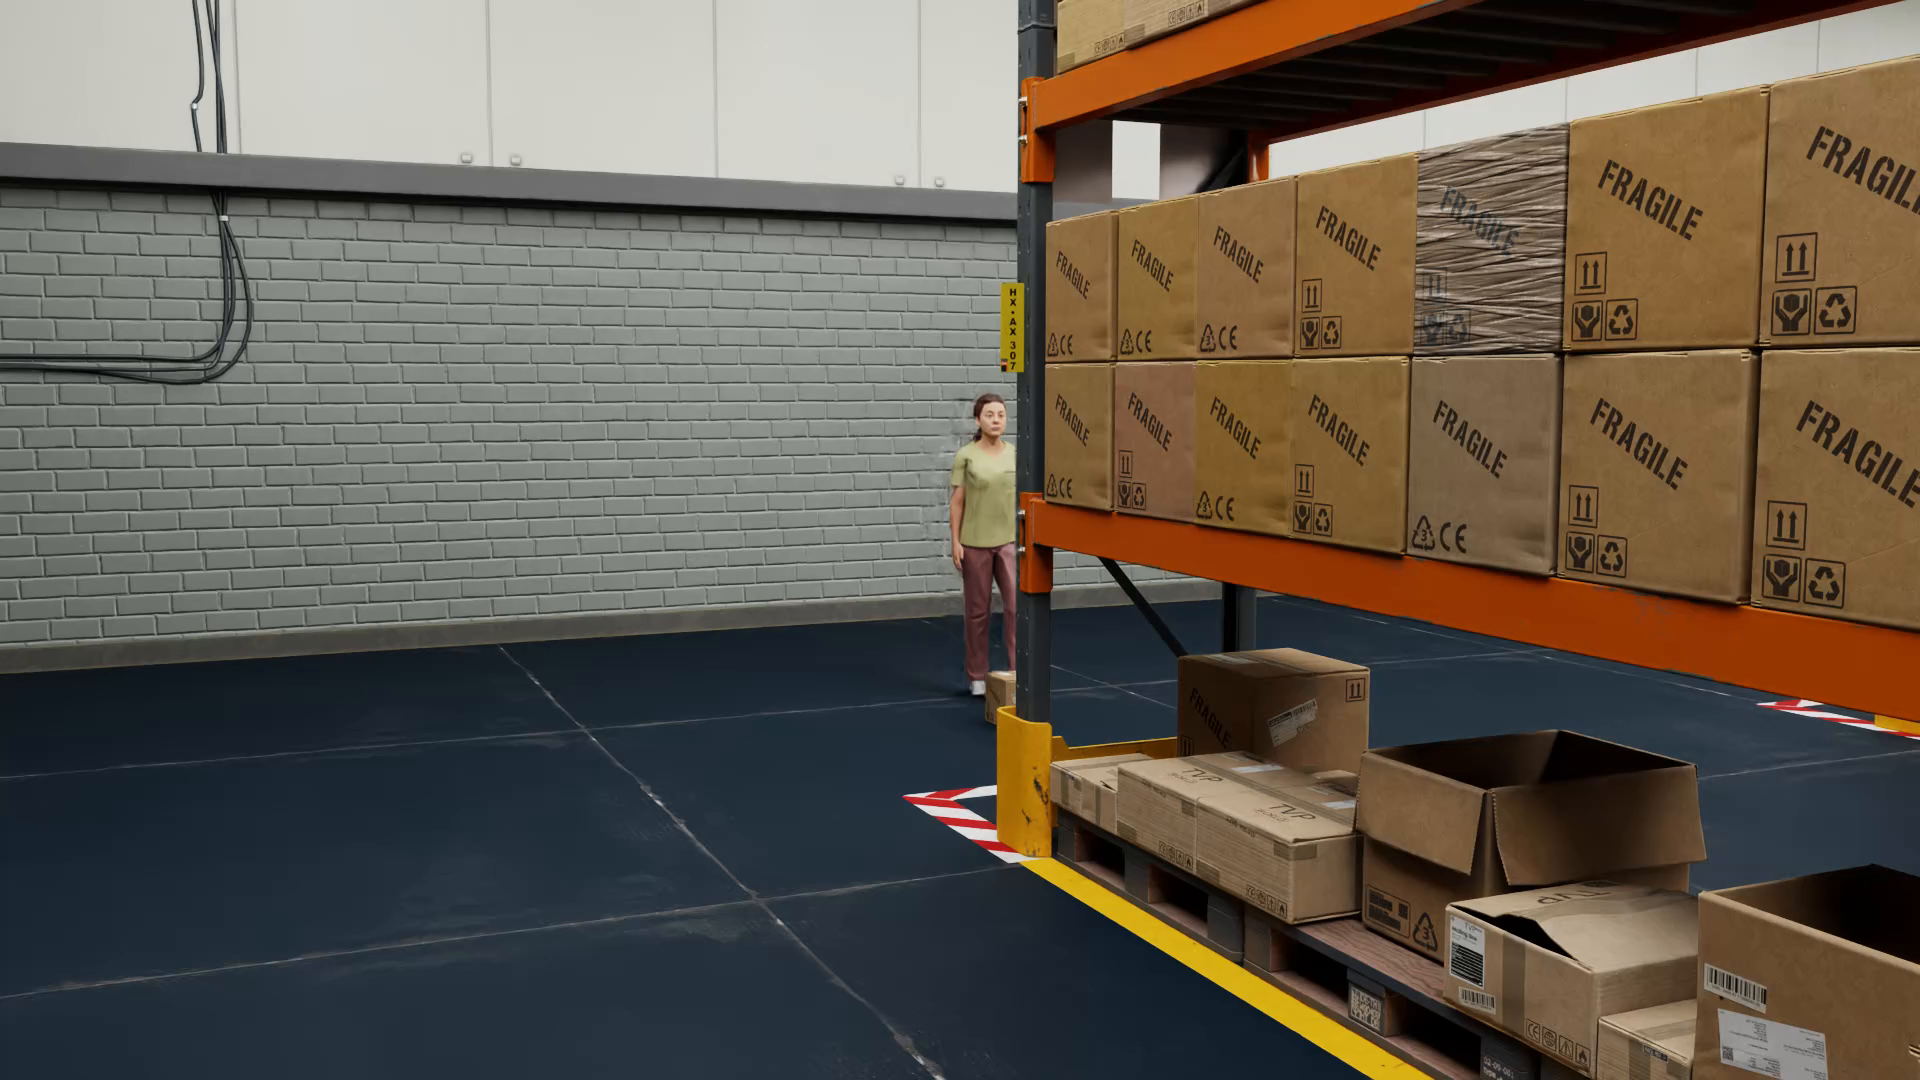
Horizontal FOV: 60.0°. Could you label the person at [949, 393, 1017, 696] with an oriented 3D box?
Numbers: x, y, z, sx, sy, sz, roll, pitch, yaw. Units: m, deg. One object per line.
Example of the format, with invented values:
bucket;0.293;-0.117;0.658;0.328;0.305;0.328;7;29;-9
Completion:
person;0.187;0.045;8.931;0.447;1.656;0.735;-1;6;-10
